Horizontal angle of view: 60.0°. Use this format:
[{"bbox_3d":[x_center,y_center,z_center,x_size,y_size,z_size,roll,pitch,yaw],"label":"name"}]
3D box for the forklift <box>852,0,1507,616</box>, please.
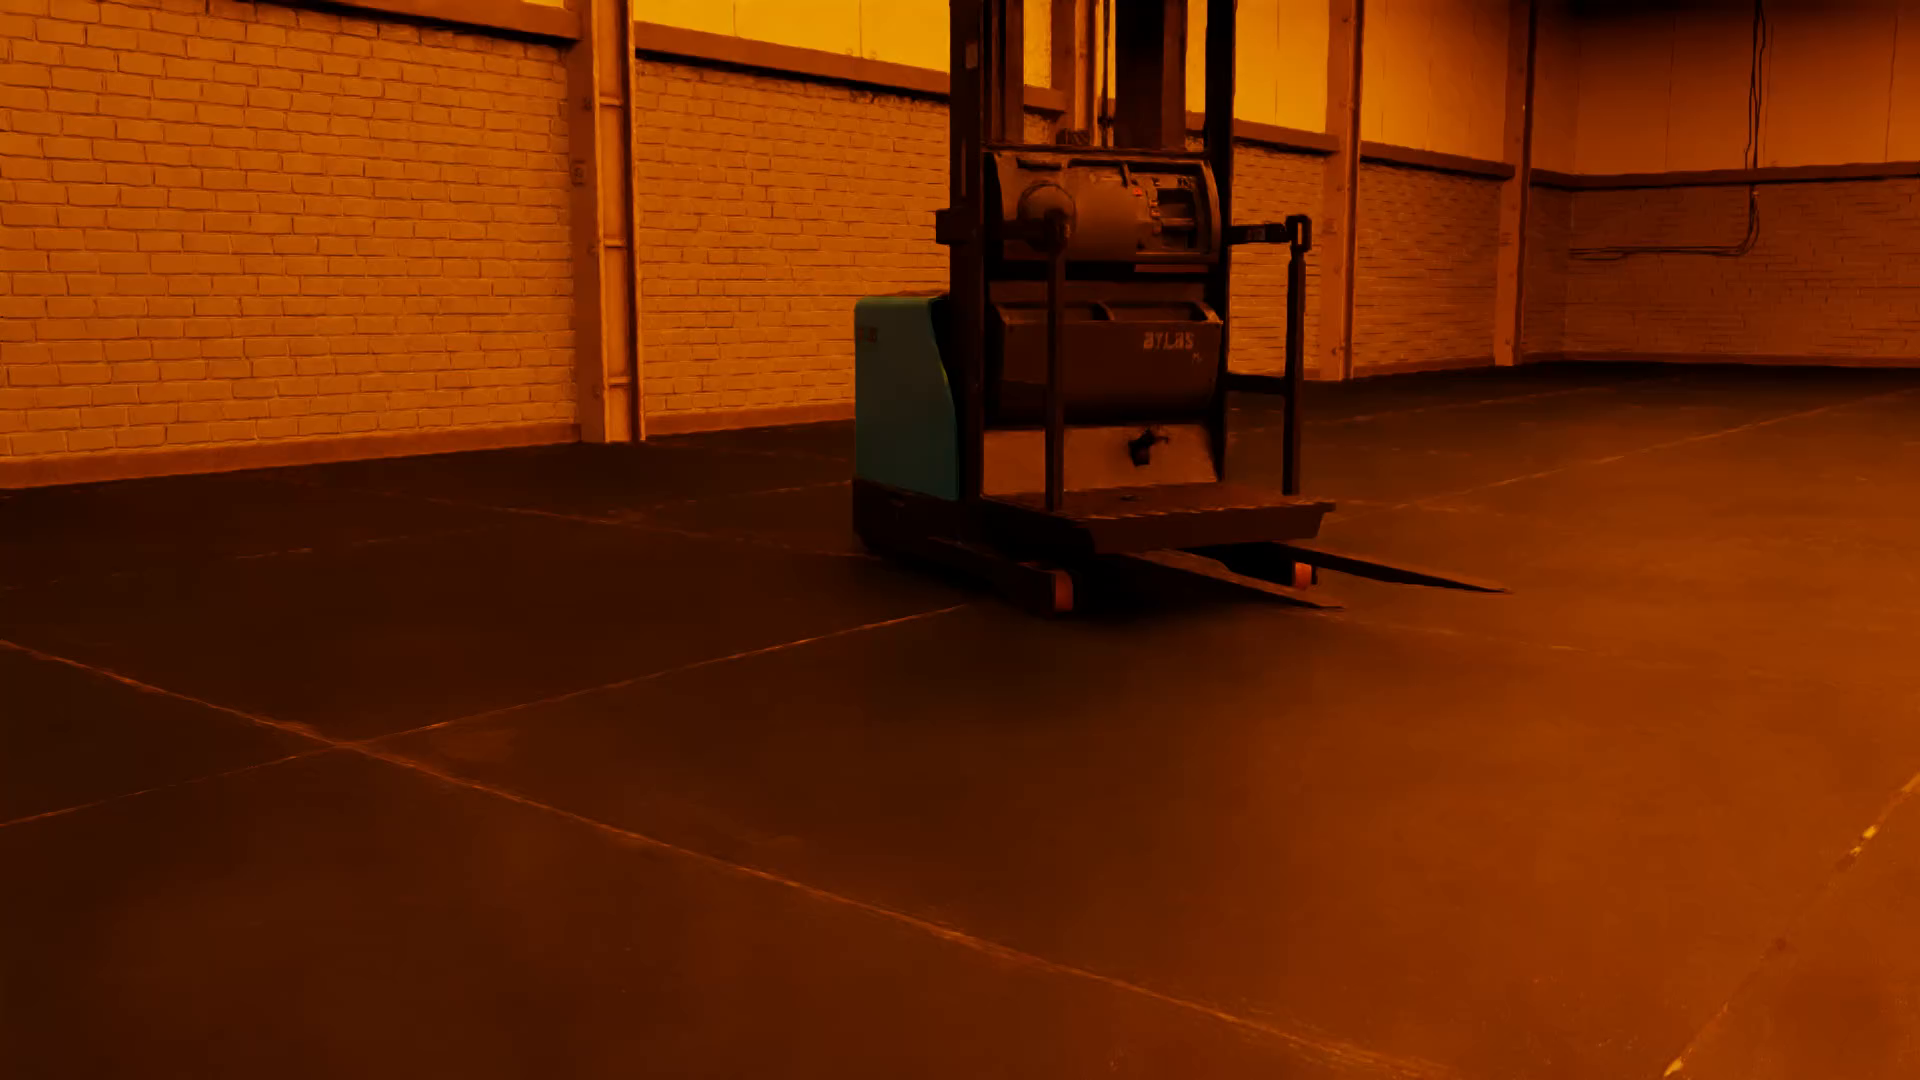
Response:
[{"bbox_3d":[0.642,-1.262,5.910,1.130,2.935,3.031,-4,9,-26],"label":"forklift"}]
